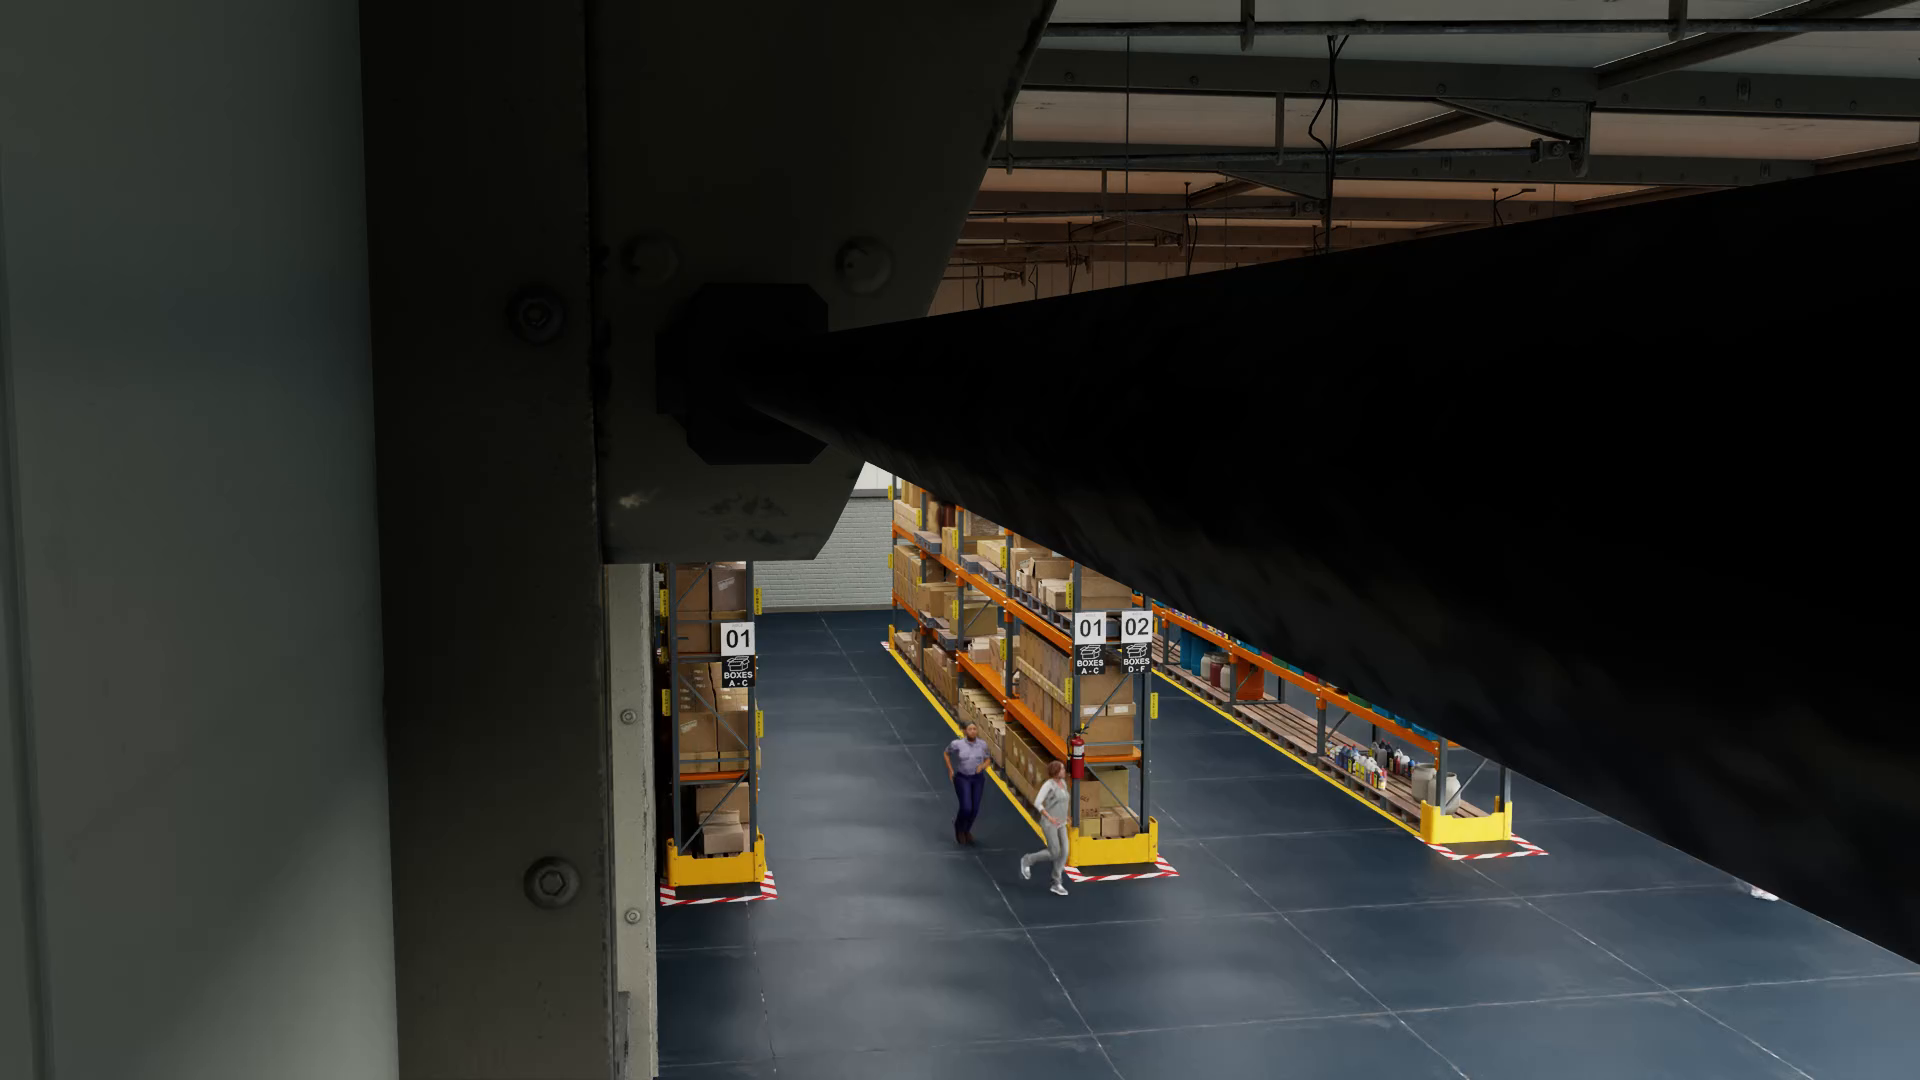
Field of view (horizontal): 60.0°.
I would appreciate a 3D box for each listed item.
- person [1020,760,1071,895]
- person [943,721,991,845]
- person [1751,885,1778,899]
[{"bbox_3d":[1.125,3.413,19.963,0.692,1.537,0.593,5,8,37],"label":"person"},{"bbox_3d":[0.121,3.182,21.761,0.566,1.604,0.636,-2,7,-18],"label":"person"},{"bbox_3d":[9.612,3.407,19.506,0.550,1.638,0.587,2,6,18],"label":"person"}]
